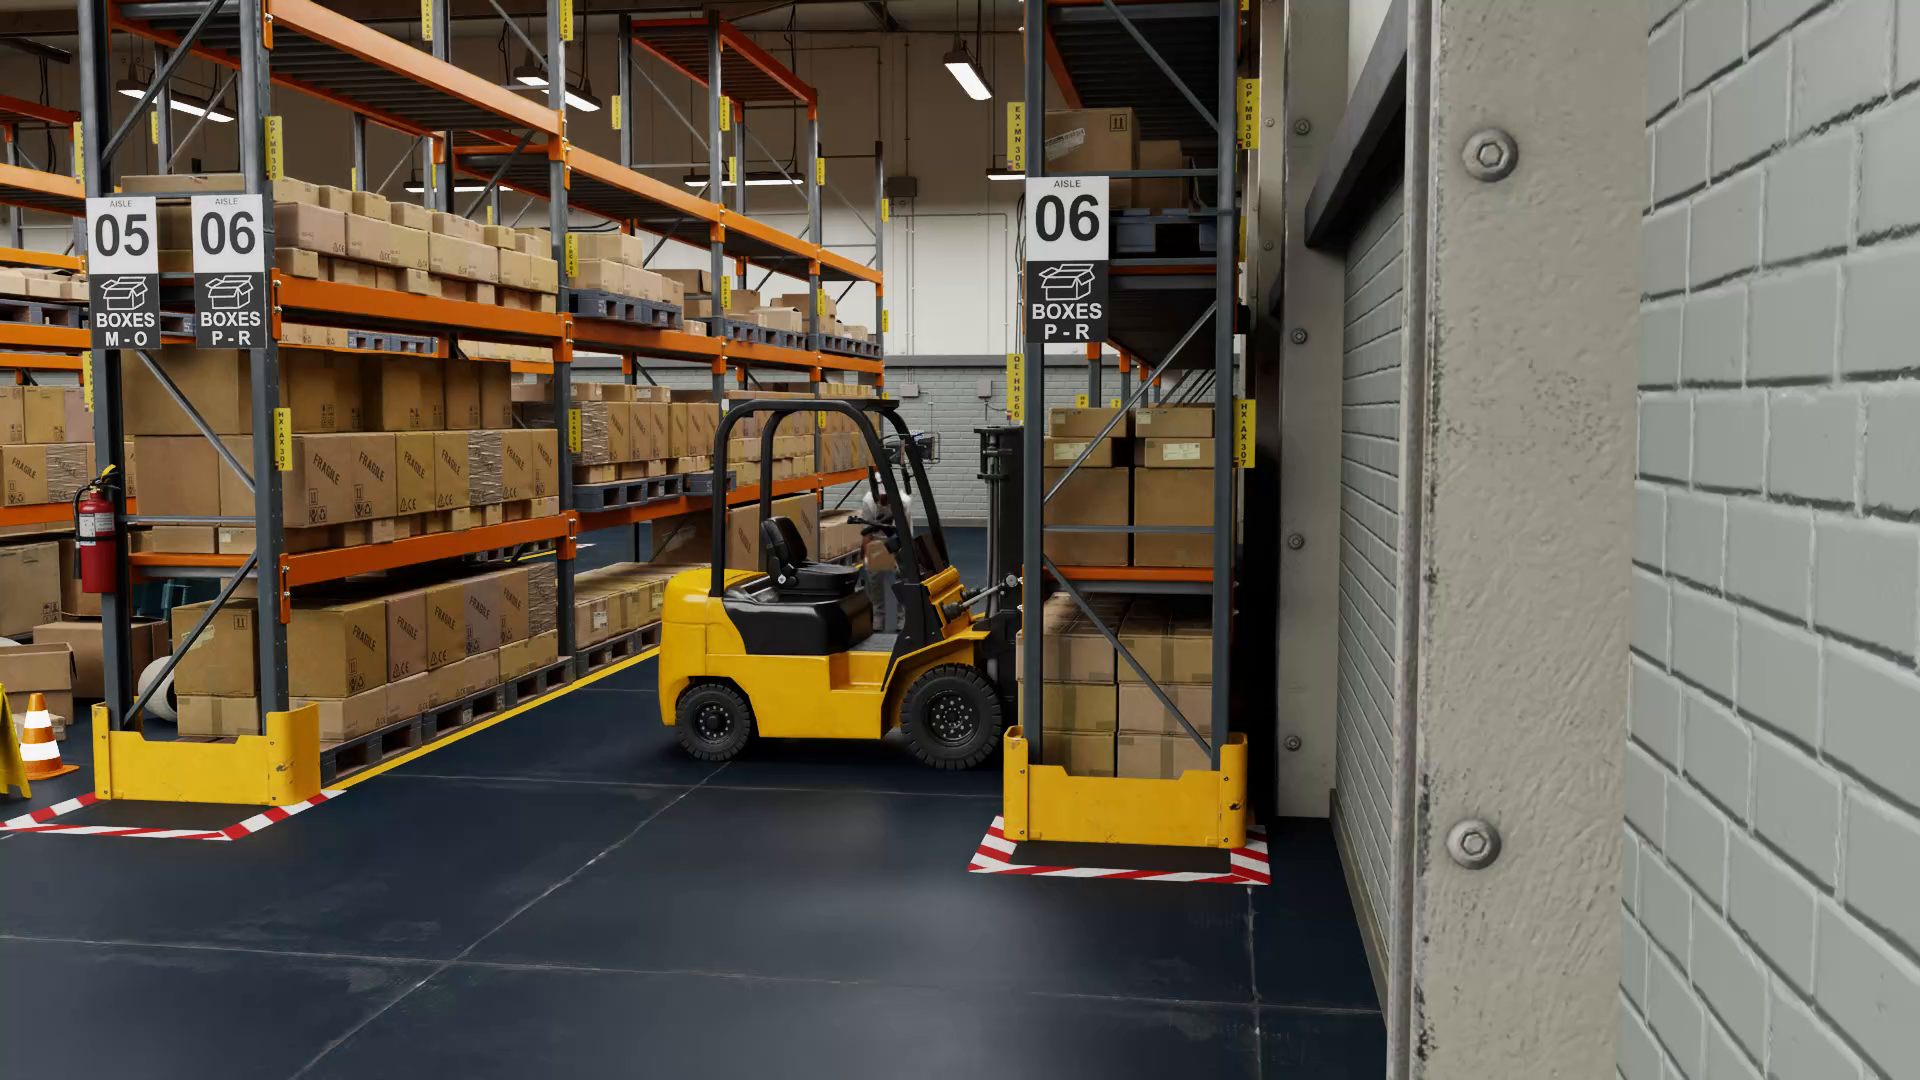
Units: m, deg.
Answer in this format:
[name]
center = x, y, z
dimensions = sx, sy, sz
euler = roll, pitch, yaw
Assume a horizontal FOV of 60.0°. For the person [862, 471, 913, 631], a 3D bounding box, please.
[person]
center = -0.684, 0.100, 15.695
dimensions = 0.471, 1.544, 0.823
euler = 1, 4, 7
